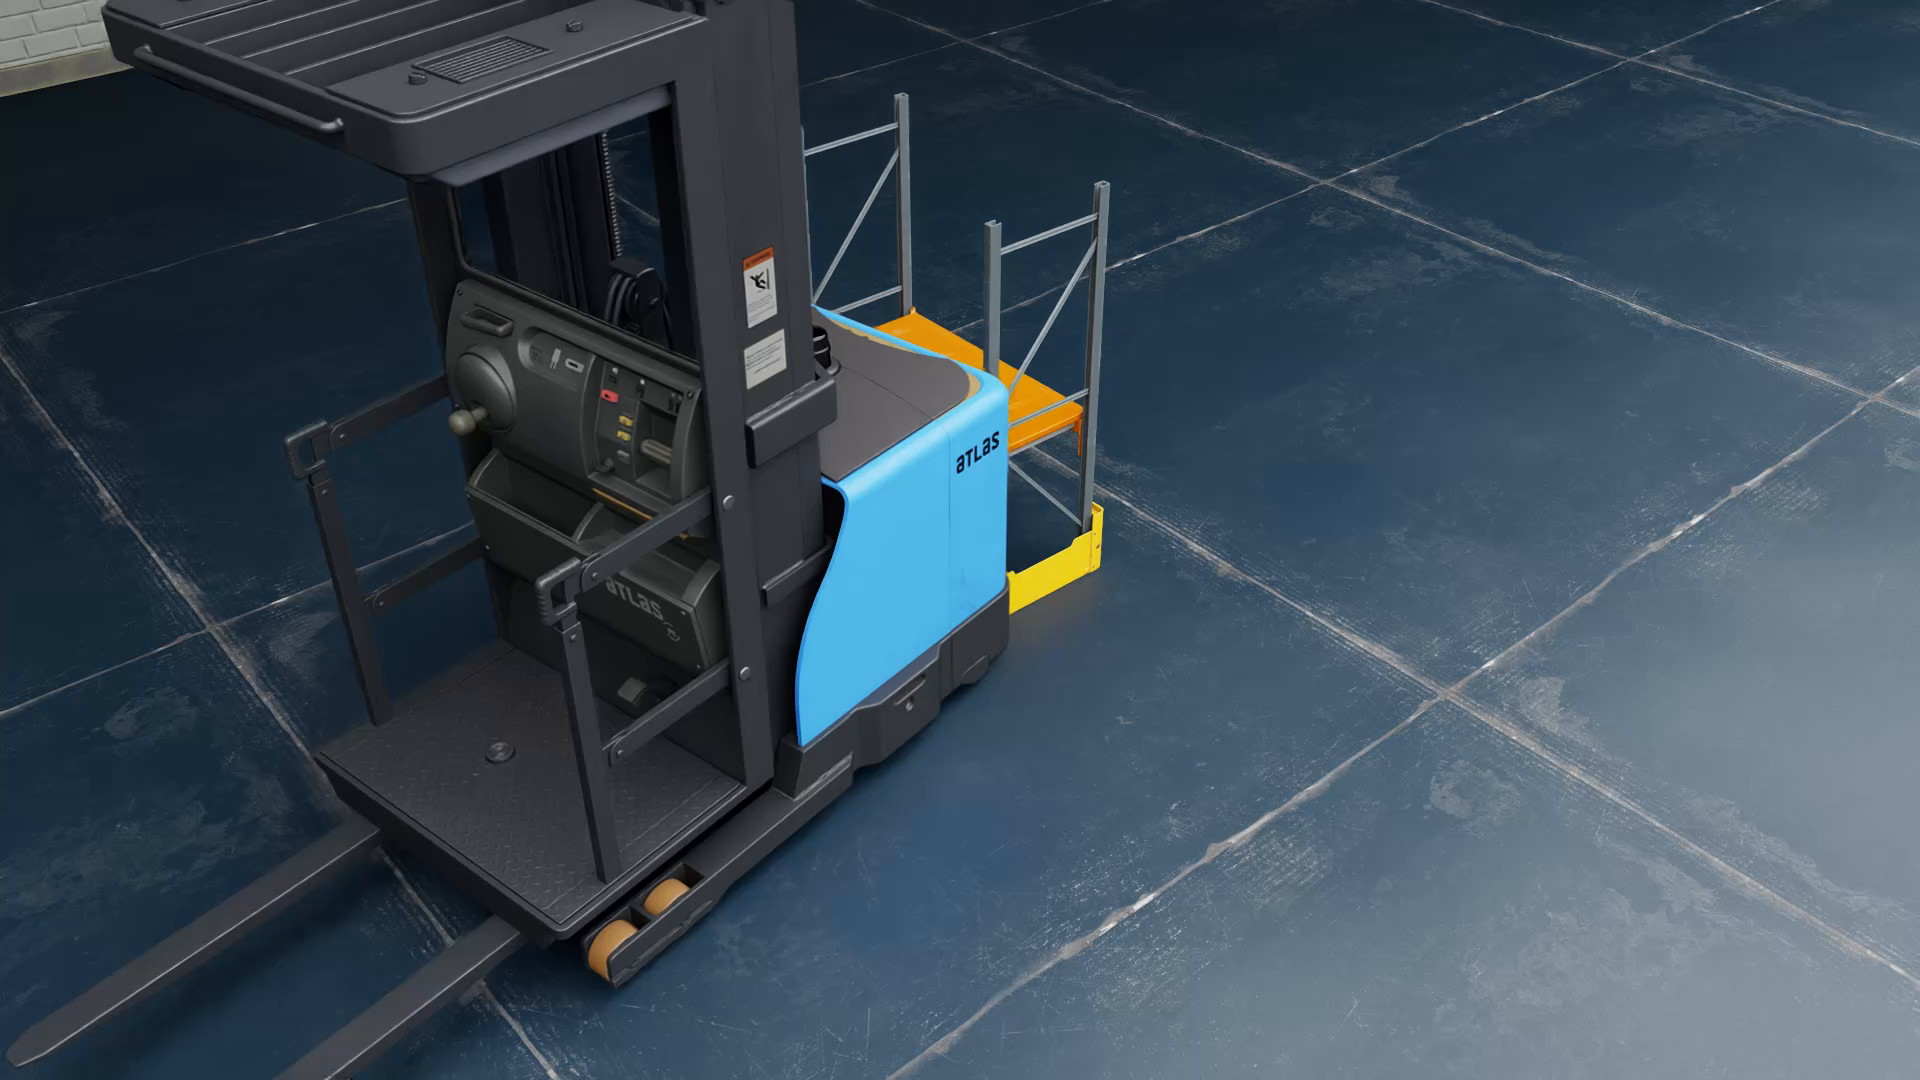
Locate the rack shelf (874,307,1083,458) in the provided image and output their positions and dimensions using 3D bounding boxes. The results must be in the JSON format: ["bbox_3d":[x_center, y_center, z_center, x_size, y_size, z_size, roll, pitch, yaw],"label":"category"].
[{"bbox_3d":[-0.055,-0.503,5.974,0.538,0.185,1.000,-26,43,-32],"label":"rack shelf"}]

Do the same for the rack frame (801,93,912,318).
[{"bbox_3d":[-0.383,-0.874,6.187,0.500,1.500,0.032,-26,43,-32],"label":"rack frame"}]

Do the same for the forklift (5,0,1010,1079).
[{"bbox_3d":[-1.144,-0.315,4.159,1.130,2.935,3.031,25,42,30],"label":"forklift"}]

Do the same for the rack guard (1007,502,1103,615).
[{"bbox_3d":[0.272,0.084,5.915,0.587,0.250,0.087,-26,43,-32],"label":"rack guard"}]

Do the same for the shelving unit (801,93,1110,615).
[{"bbox_3d":[-0.049,-0.646,5.864,0.587,1.500,1.083,-26,43,-32],"label":"shelving unit"}]

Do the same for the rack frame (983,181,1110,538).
[{"bbox_3d":[0.273,-0.425,5.553,0.500,1.500,0.032,-26,43,-32],"label":"rack frame"}]
